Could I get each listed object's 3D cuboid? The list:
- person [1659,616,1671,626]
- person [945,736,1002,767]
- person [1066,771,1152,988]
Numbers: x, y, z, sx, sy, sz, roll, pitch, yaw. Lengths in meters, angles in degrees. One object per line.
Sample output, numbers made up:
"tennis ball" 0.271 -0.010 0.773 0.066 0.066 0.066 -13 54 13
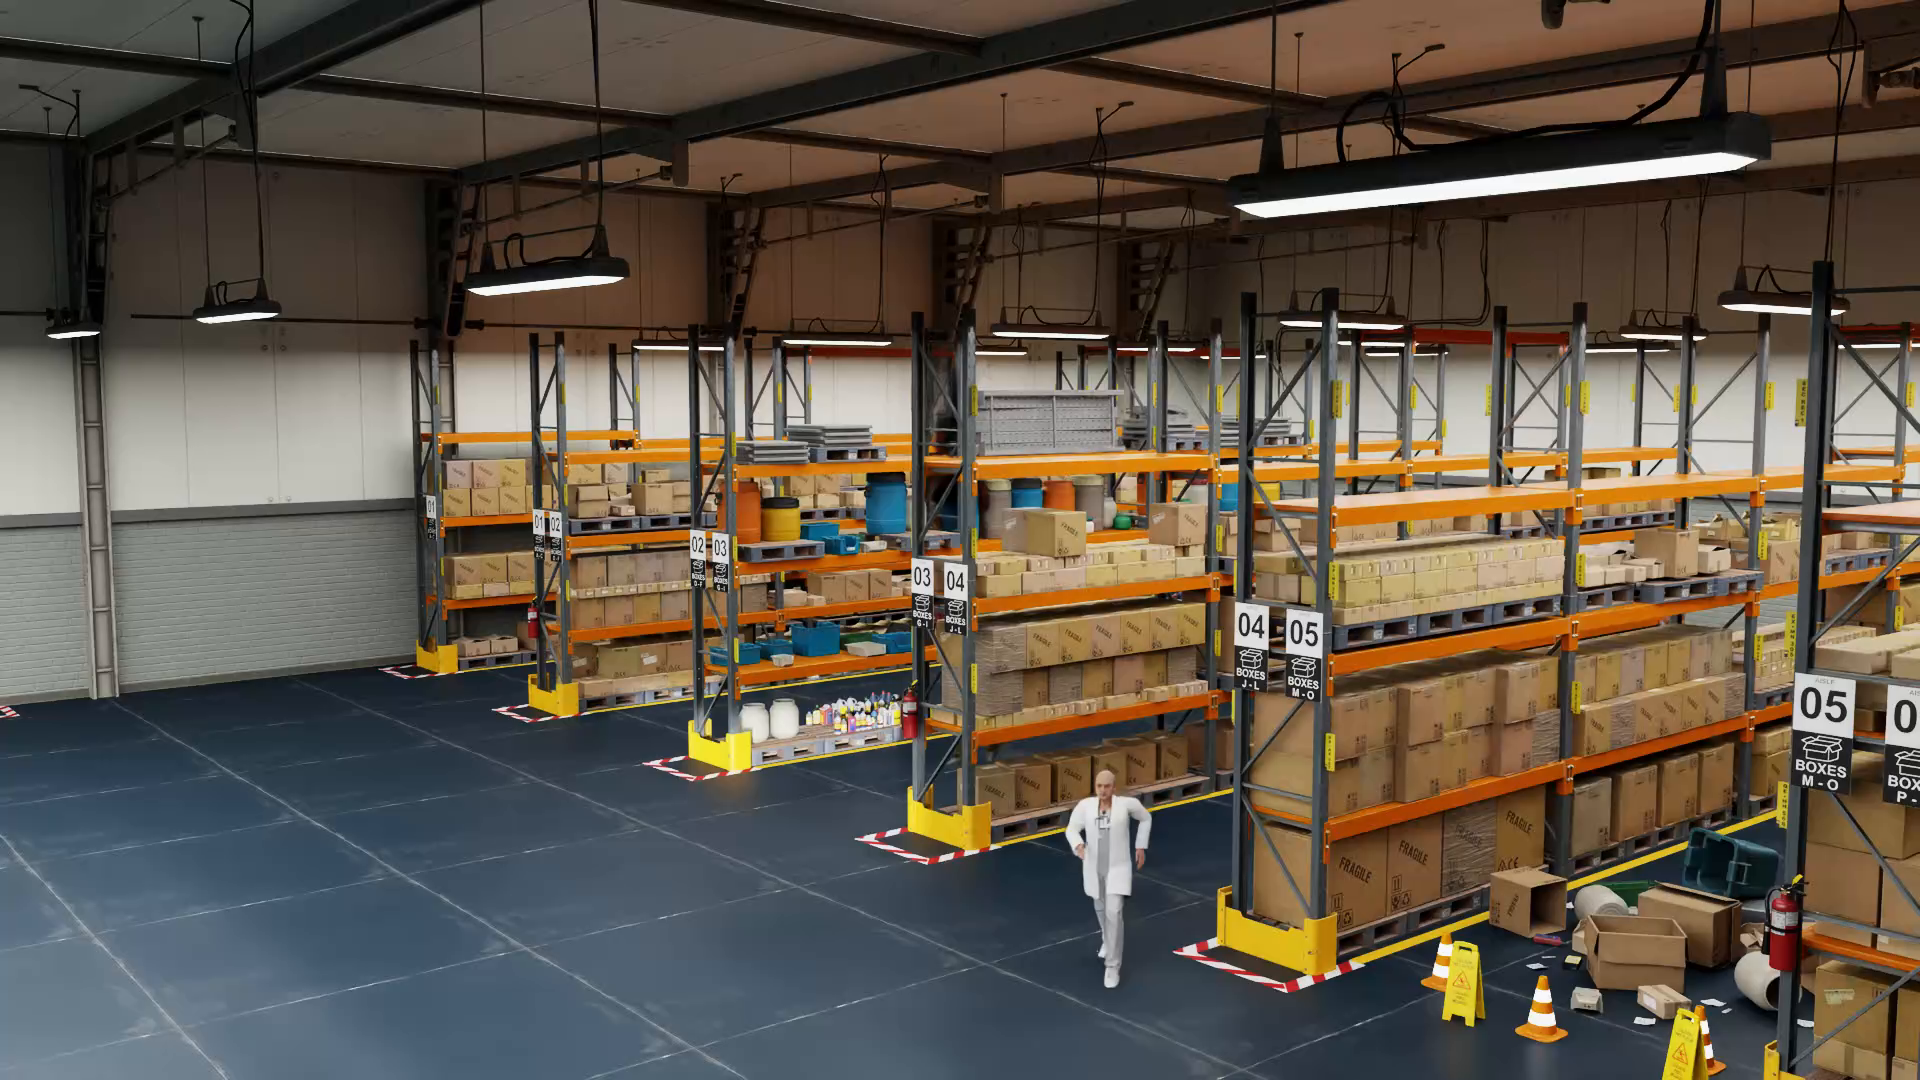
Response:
"person" 11.442 1.900 26.670 0.879 1.621 0.595 -5 7 -43
"person" 0.154 2.018 21.362 0.897 1.807 0.706 -4 7 -40
"person" 1.290 2.934 14.631 0.700 1.864 0.935 2 6 22
